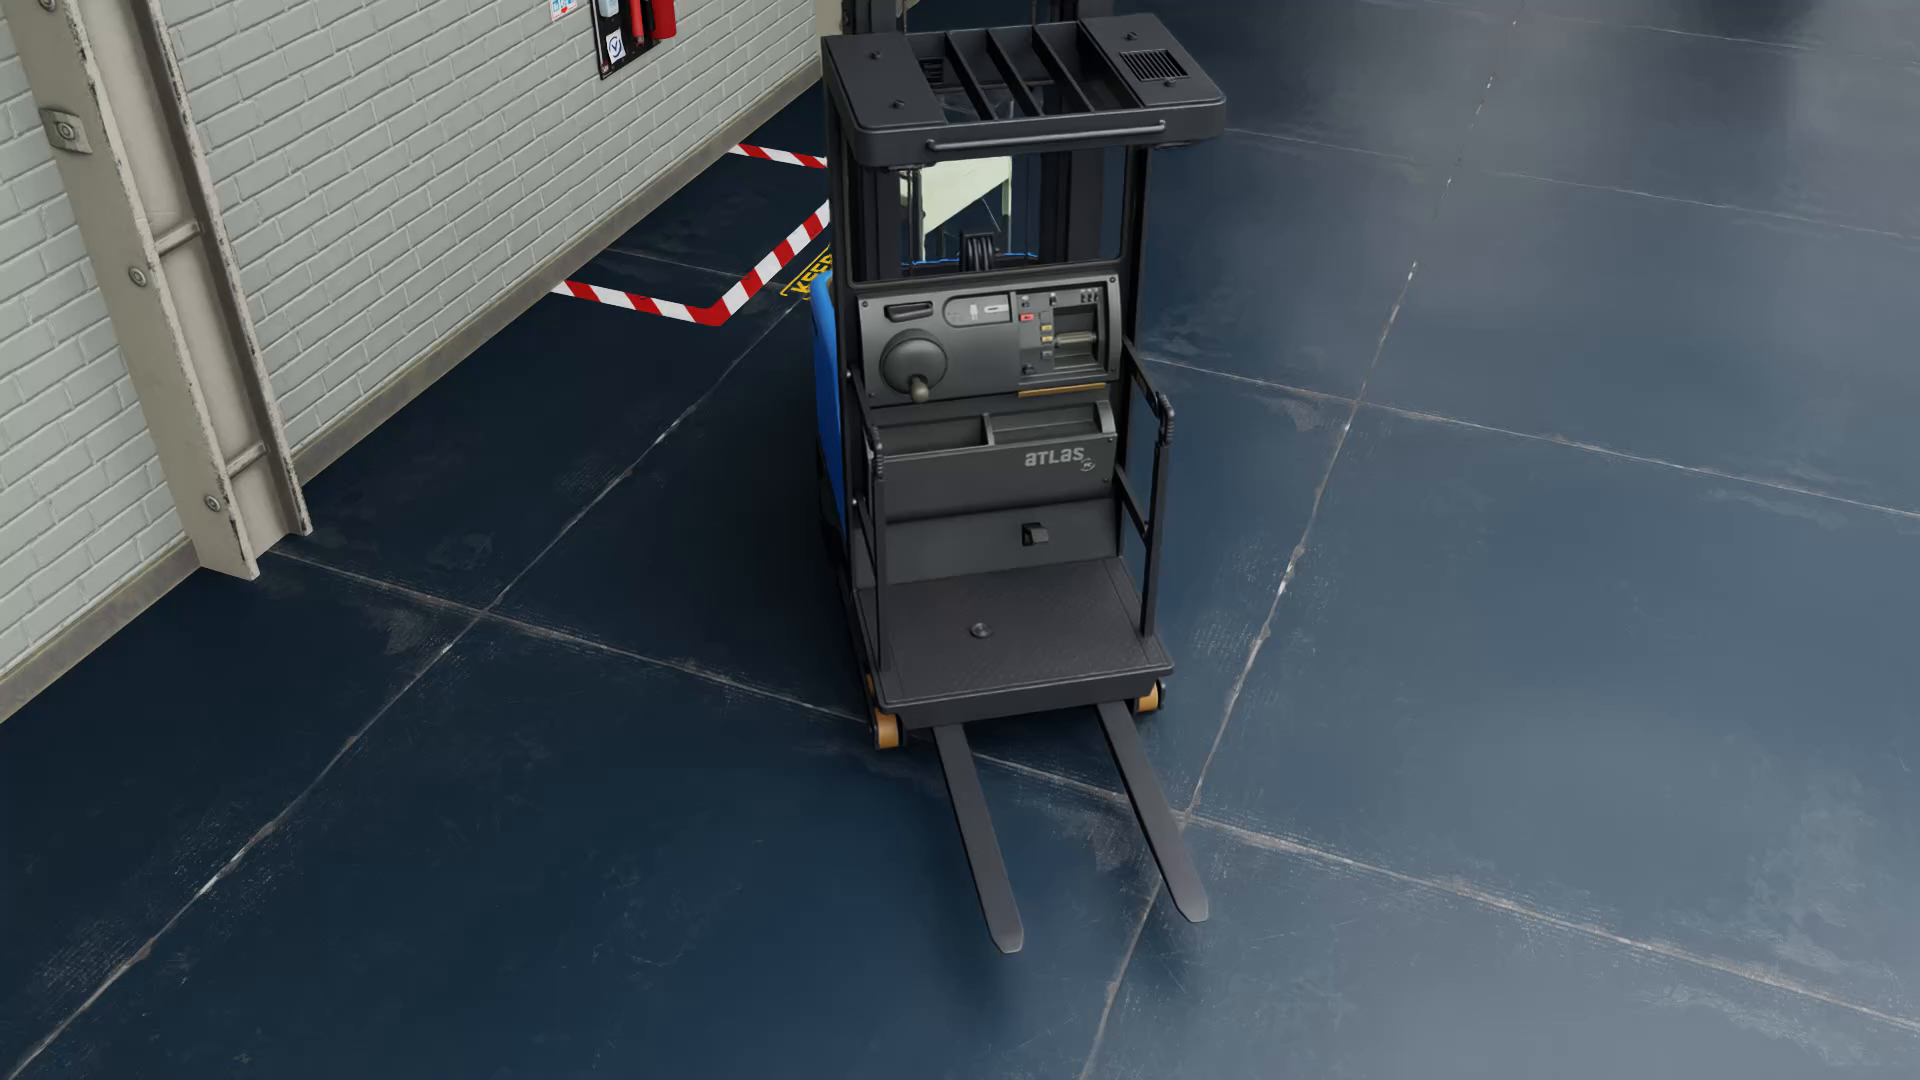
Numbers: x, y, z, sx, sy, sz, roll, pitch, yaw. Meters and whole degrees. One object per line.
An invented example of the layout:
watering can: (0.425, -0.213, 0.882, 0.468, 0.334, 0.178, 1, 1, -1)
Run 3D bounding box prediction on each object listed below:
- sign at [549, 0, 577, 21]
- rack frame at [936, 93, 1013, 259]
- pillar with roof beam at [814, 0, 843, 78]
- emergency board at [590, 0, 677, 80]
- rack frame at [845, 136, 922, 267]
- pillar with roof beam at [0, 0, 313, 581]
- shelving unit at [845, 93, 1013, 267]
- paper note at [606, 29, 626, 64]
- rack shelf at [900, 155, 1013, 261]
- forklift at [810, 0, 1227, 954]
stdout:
sign: (-2.056, -2.868, 8.552, 0.001, 0.329, 0.234, 14, 39, 18)
rack frame: (0.063, -1.408, 7.881, 0.400, 1.500, 0.023, 21, 42, 26)
pillar with roof beam: (3.207, -5.918, 7.651, 9.100, 9.000, 0.400, 14, 39, 18)
emergency board: (-1.750, -3.136, 8.940, 0.194, 1.169, 0.643, 14, 39, 18)
rack frame: (-0.334, -1.040, 7.388, 0.400, 1.500, 0.023, 21, 42, 26)
pillar with roof beam: (0.924, -2.596, 3.207, 9.100, 9.000, 0.400, 14, 39, 18)
shelving unit: (-0.136, -1.224, 7.635, 0.431, 1.500, 0.755, 21, 42, 26)
paper note: (-1.881, -2.701, 9.094, 0.016, 0.148, 0.142, 14, 39, 18)
rack shelf: (-0.136, -1.536, 7.401, 0.431, 0.370, 0.720, 21, 42, 26)
forklift: (0.155, -0.640, 5.658, 1.130, 2.935, 3.031, -7, 37, -9)
